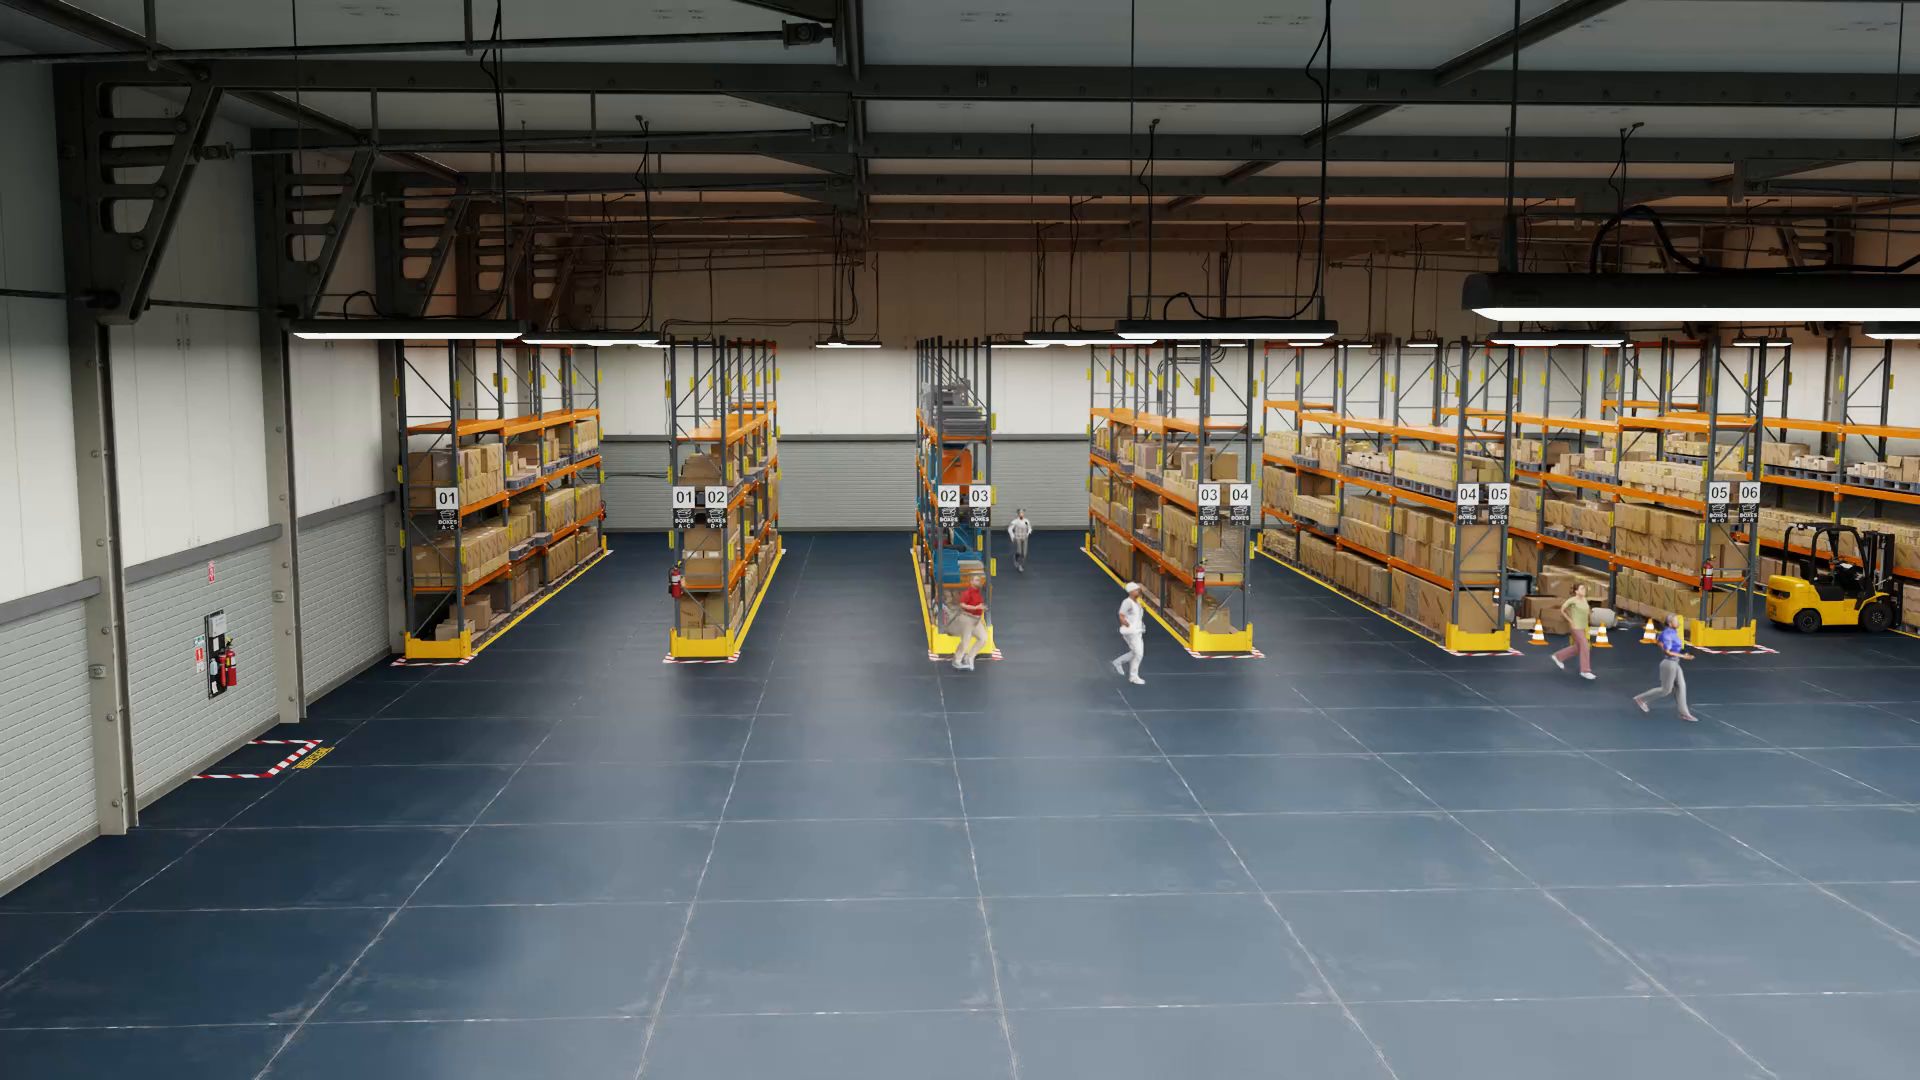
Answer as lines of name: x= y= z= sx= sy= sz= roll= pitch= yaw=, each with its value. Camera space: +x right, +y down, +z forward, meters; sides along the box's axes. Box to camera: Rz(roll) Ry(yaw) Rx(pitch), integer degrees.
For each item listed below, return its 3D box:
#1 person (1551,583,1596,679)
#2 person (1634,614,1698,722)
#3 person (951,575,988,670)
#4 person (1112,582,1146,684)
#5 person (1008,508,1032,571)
person: x=10.883 y=1.571 z=29.360 sx=0.568 sy=1.675 sz=0.863 roll=-5 pitch=8 yaw=-39
person: x=11.000 y=1.969 z=25.820 sx=0.925 sy=1.653 sz=0.582 roll=4 pitch=8 yaw=31
person: x=0.249 y=1.499 z=29.952 sx=0.705 sy=1.748 sz=0.662 roll=4 pitch=8 yaw=34
person: x=2.912 y=1.599 z=28.780 sx=0.643 sy=1.758 sz=0.702 roll=3 pitch=7 yaw=23
person: x=1.594 y=-0.009 z=43.322 sx=0.612 sy=1.659 sz=0.547 roll=-1 pitch=7 yaw=-12
